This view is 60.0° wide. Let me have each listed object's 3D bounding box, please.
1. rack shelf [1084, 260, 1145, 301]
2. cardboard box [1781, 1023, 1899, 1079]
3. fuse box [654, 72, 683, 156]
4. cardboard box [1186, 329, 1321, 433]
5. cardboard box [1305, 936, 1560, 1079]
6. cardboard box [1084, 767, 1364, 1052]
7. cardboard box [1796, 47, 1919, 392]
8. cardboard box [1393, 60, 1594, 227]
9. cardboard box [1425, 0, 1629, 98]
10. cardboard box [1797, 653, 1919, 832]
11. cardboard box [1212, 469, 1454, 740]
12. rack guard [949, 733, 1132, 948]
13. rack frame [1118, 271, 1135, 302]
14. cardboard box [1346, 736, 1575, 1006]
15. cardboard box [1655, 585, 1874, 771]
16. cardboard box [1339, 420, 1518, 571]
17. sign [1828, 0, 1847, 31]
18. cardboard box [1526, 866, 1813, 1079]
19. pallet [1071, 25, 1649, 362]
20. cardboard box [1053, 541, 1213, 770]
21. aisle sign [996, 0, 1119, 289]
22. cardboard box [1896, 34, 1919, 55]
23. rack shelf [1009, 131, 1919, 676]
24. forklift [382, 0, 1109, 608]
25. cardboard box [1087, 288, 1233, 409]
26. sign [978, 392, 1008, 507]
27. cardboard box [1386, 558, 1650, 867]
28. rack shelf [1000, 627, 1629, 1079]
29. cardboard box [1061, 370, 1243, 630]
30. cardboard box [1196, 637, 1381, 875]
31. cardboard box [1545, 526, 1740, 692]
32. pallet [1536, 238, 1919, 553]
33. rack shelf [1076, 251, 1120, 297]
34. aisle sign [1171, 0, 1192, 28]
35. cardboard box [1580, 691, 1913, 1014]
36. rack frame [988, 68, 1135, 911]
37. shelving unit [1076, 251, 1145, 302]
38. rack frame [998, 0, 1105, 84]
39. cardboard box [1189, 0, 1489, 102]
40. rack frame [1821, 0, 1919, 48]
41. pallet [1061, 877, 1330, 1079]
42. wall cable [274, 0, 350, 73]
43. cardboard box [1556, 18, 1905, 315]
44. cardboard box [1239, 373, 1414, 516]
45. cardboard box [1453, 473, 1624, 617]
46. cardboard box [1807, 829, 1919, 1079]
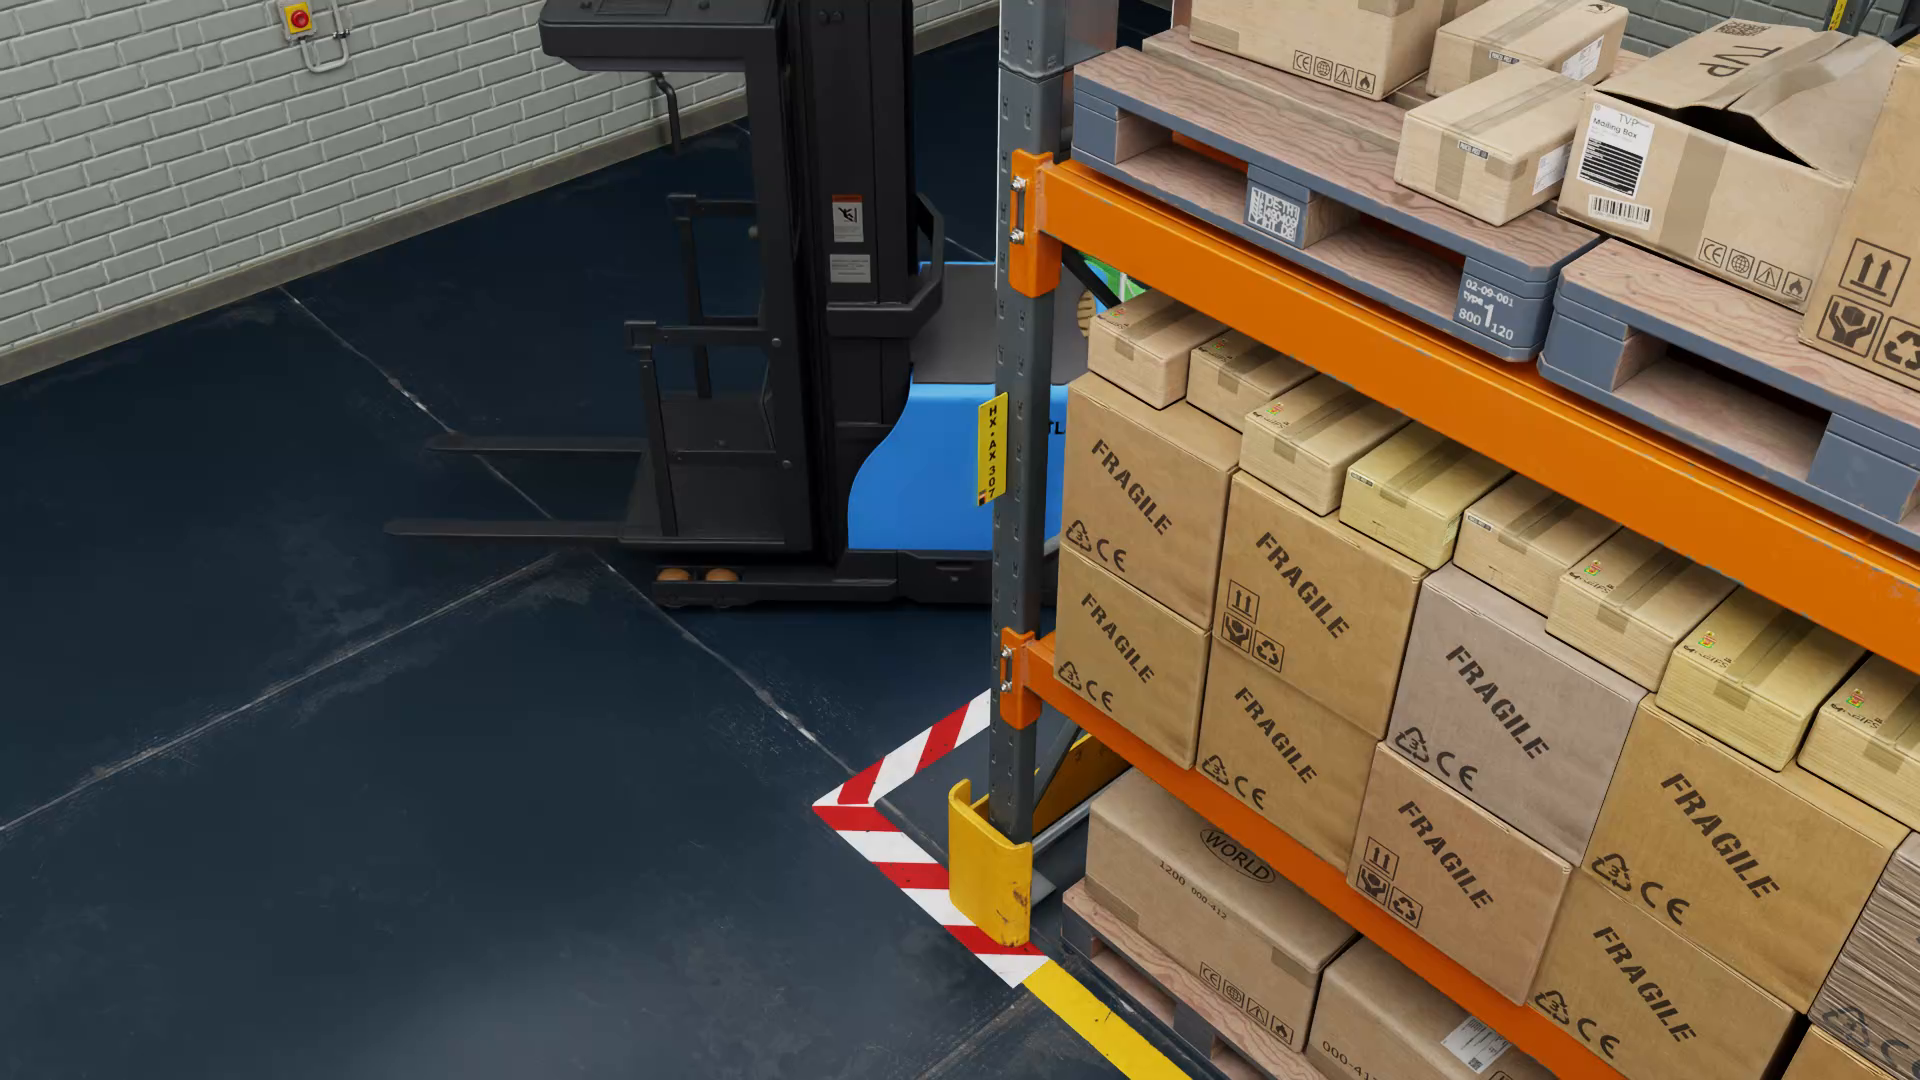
[{"bbox_3d":[0.637,-1.064,7.332,0.258,0.148,0.480,-22,44,-26],"label":"rack shelf"},{"bbox_3d":[1.999,1.141,3.370,0.500,0.500,0.500,-31,48,-32],"label":"cardboard box"},{"bbox_3d":[-1.686,-3.026,9.635,0.539,1.711,0.414,-30,48,-32],"label":"fuse box"},{"bbox_3d":[0.765,-0.410,3.979,0.380,0.149,0.250,-29,47,-31],"label":"cardboard box"},{"bbox_3d":[1.644,1.414,4.817,0.875,0.438,0.875,-29,47,-31],"label":"cardboard box"},{"bbox_3d":[1.019,0.994,5.337,0.875,0.438,0.875,-32,49,-33],"label":"cardboard box"},{"bbox_3d":[1.752,-0.514,2.619,0.500,0.500,0.500,-29,47,-31],"label":"cardboard box"},{"bbox_3d":[1.065,-0.773,3.219,0.380,0.149,0.250,-28,47,-30],"label":"cardboard box"},{"bbox_3d":[1.212,-1.044,3.554,0.250,0.149,0.380,30,48,32],"label":"cardboard box"},{"bbox_3d":[1.766,0.335,3.056,0.380,0.149,0.250,-30,48,-32],"label":"cardboard box"},{"bbox_3d":[0.968,0.049,3.927,0.500,0.500,0.500,-31,48,-33],"label":"cardboard box"},{"bbox_3d":[0.483,0.859,5.789,1.175,0.500,0.348,-30,48,-32],"label":"rack guard"},{"bbox_3d":[0.771,-0.799,7.283,0.240,1.200,0.015,-22,44,-26],"label":"rack frame"},{"bbox_3d":[1.305,0.668,3.956,0.500,0.500,0.500,-30,48,-32],"label":"cardboard box"},{"bbox_3d":[1.553,0.235,3.181,0.380,0.149,0.250,-31,48,-33],"label":"cardboard box"},{"bbox_3d":[1.047,-0.127,3.628,0.380,0.149,0.250,-32,49,-33],"label":"cardboard box"},{"bbox_3d":[3.753,-2.320,7.046,0.100,0.325,0.005,-30,48,-32],"label":"sign"},{"bbox_3d":[1.657,0.893,3.678,0.500,0.500,0.500,-28,47,-30],"label":"cardboard box"},{"bbox_3d":[1.008,-0.896,3.656,1.003,0.211,1.213,-30,48,-32],"label":"pallet"},{"bbox_3d":[0.612,0.202,4.532,0.500,0.500,0.500,-30,48,-32],"label":"cardboard box"},{"bbox_3d":[0.237,-1.024,4.062,0.394,0.787,0.004,-30,48,-32],"label":"aisle sign"},{"bbox_3d":[4.261,-1.947,7.156,0.500,0.250,0.500,-30,47,-32],"label":"cardboard box"},{"bbox_3d":[1.852,-0.064,3.127,1.077,0.370,4.000,-30,48,-32],"label":"rack shelf"},{"bbox_3d":[-0.891,-1.189,6.390,3.031,2.935,1.130,1,39,1],"label":"forklift"},{"bbox_3d":[0.535,-0.501,4.091,0.380,0.149,0.250,-29,47,-31],"label":"cardboard box"},{"bbox_3d":[0.086,-0.237,4.404,0.100,0.325,0.005,-30,48,-32],"label":"sign"},{"bbox_3d":[1.322,0.284,3.636,0.500,0.500,0.500,-30,48,-32],"label":"cardboard box"},{"bbox_3d":[1.852,1.103,4.070,1.077,0.370,4.000,-30,48,-32],"label":"rack shelf"},{"bbox_3d":[0.614,-0.187,4.219,0.500,0.500,0.500,-31,48,-33],"label":"cardboard box"},{"bbox_3d":[0.975,0.425,4.257,0.500,0.500,0.500,-31,48,-32],"label":"cardboard box"},{"bbox_3d":[1.402,0.106,3.340,0.380,0.149,0.250,-30,47,-31],"label":"cardboard box"},{"bbox_3d":[1.838,-0.332,2.956,1.003,0.211,1.213,-30,48,-32],"label":"pallet"},{"bbox_3d":[0.638,-1.251,7.181,0.258,0.148,0.480,-22,44,-26],"label":"rack shelf"},{"bbox_3d":[0.679,-1.279,4.377,0.394,0.787,0.004,-30,48,-32],"label":"aisle sign"},{"bbox_3d":[1.660,0.514,3.351,0.500,0.500,0.500,-30,48,-32],"label":"cardboard box"},{"bbox_3d":[0.499,-0.103,4.990,1.000,3.000,0.127,-30,48,-32],"label":"rack frame"},{"bbox_3d":[0.637,-0.927,7.442,0.258,1.200,0.503,-22,44,-26],"label":"shelving unit"},{"bbox_3d":[0.499,-2.437,3.105,1.000,3.000,0.127,-30,48,-32],"label":"rack frame"},{"bbox_3d":[0.870,-1.244,3.721,0.500,0.250,0.500,30,47,31],"label":"cardboard box"},{"bbox_3d":[4.153,-2.214,7.604,1.000,3.000,0.127,-30,48,-32],"label":"rack frame"},{"bbox_3d":[1.097,1.319,5.449,1.003,0.211,1.213,-30,48,-32],"label":"pallet"},{"bbox_3d":[-3.332,-3.110,7.880,0.585,1.953,0.123,-30,48,-32],"label":"wall cable"},{"bbox_3d":[1.474,-0.723,3.028,0.500,0.311,0.500,-29,47,-31],"label":"cardboard box"},{"bbox_3d":[0.856,-0.241,3.769,0.380,0.149,0.250,-28,47,-31],"label":"cardboard box"},{"bbox_3d":[1.264,-0.028,3.505,0.380,0.149,0.250,-29,47,-31],"label":"cardboard box"},{"bbox_3d":[1.993,0.750,3.059,0.500,0.500,0.500,-29,47,-31],"label":"cardboard box"}]
